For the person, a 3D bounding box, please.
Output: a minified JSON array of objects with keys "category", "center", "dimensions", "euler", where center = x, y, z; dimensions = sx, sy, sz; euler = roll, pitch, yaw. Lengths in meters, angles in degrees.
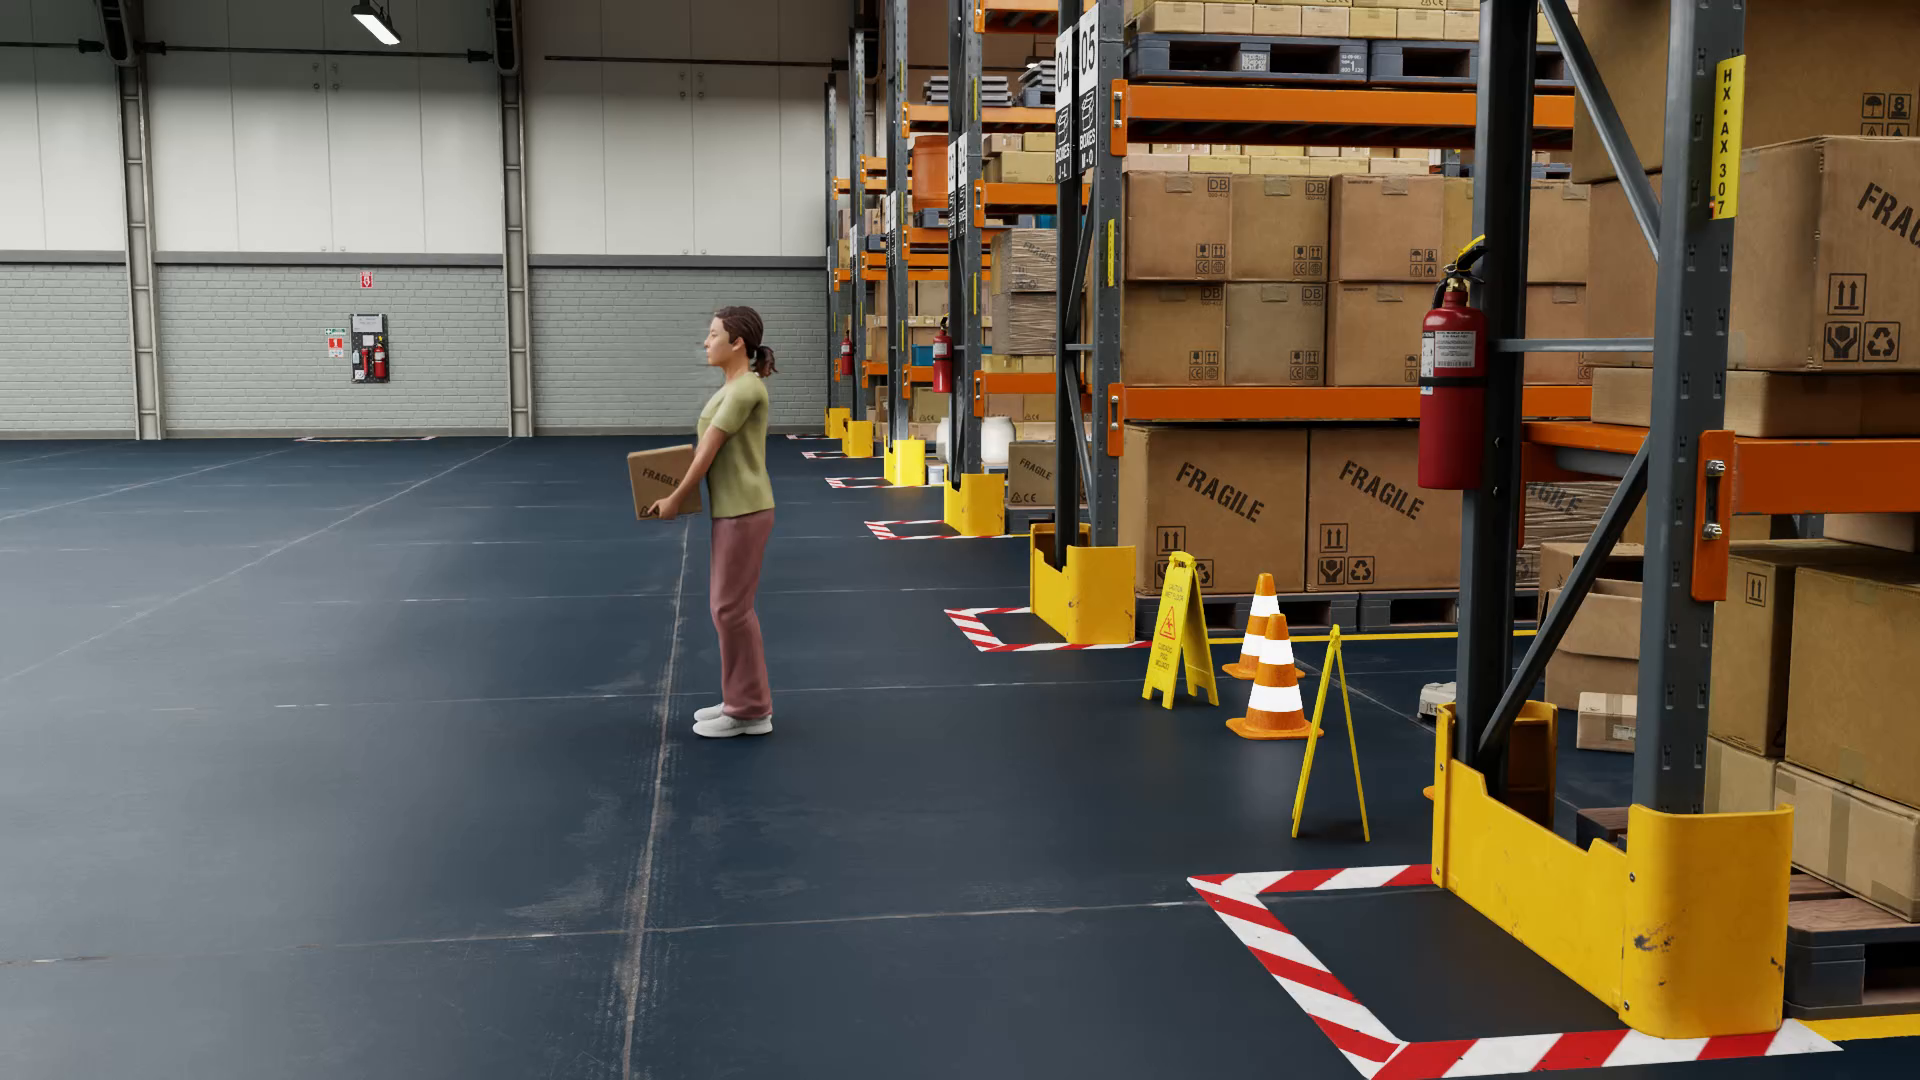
[{"category":"person","center":[-0.957,-0.074,6.500],"dimensions":[0.517,1.668,0.406],"euler":[-1,7,-10]}]
